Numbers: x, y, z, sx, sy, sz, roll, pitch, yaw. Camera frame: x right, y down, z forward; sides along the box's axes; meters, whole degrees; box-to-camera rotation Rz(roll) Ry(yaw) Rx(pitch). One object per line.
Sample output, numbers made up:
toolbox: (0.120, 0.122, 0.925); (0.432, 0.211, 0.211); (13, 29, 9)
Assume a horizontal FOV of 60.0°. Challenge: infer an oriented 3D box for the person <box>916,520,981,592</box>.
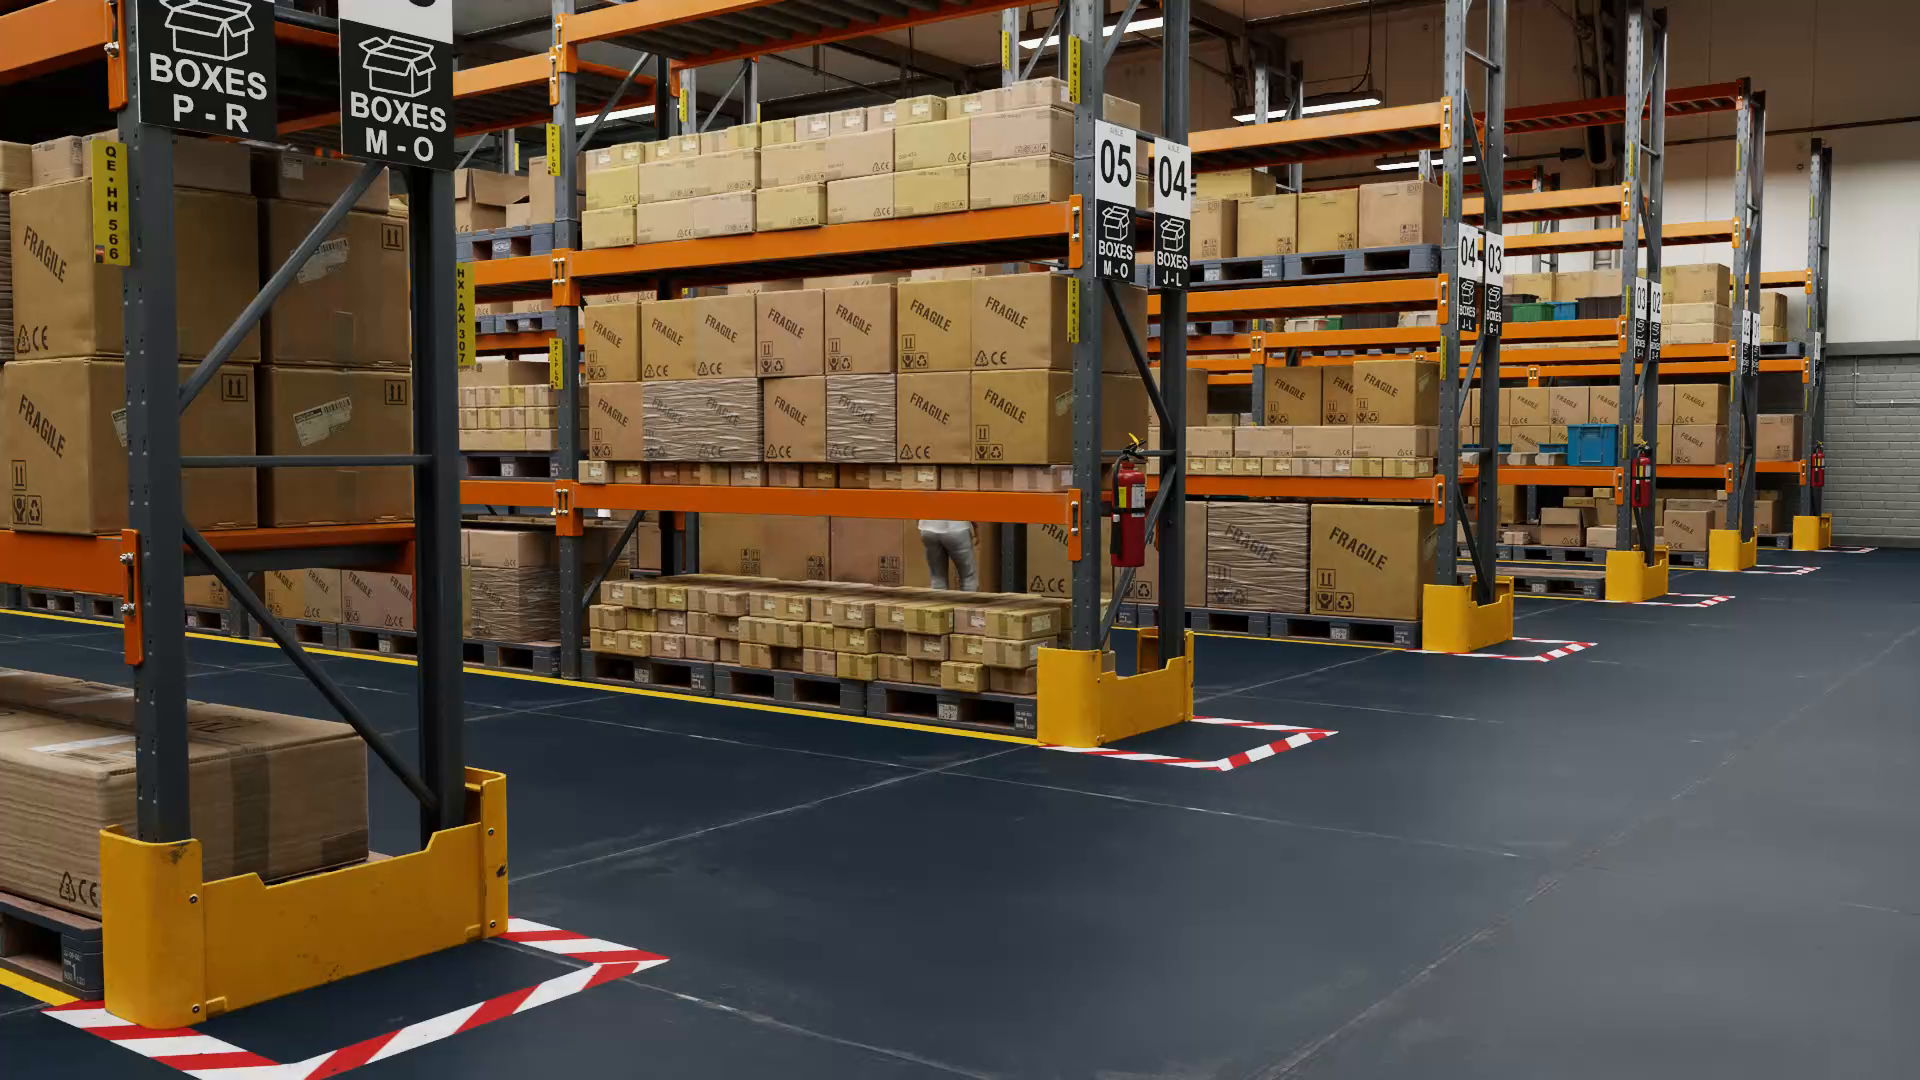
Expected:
person: (-0.056, -0.061, 13.509); (0.598, 1.670, 0.529); (2, 4, 29)
